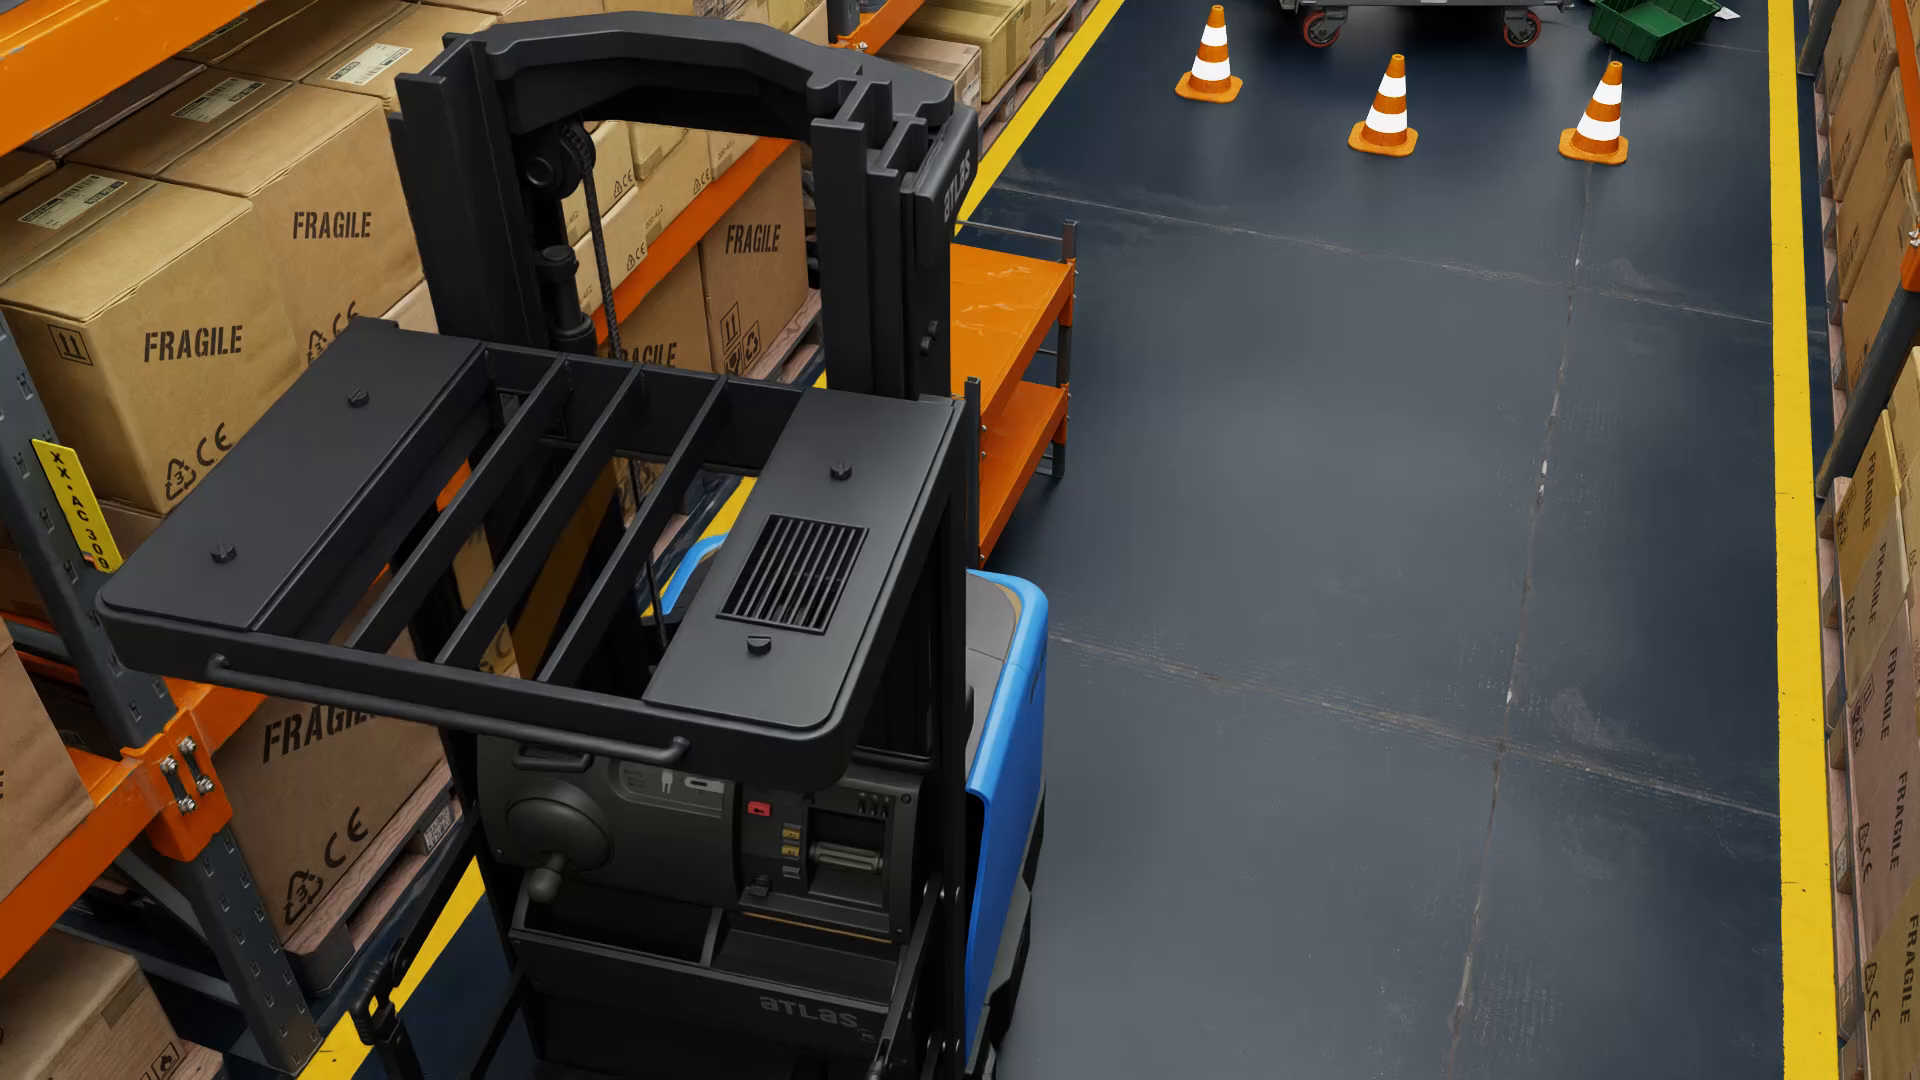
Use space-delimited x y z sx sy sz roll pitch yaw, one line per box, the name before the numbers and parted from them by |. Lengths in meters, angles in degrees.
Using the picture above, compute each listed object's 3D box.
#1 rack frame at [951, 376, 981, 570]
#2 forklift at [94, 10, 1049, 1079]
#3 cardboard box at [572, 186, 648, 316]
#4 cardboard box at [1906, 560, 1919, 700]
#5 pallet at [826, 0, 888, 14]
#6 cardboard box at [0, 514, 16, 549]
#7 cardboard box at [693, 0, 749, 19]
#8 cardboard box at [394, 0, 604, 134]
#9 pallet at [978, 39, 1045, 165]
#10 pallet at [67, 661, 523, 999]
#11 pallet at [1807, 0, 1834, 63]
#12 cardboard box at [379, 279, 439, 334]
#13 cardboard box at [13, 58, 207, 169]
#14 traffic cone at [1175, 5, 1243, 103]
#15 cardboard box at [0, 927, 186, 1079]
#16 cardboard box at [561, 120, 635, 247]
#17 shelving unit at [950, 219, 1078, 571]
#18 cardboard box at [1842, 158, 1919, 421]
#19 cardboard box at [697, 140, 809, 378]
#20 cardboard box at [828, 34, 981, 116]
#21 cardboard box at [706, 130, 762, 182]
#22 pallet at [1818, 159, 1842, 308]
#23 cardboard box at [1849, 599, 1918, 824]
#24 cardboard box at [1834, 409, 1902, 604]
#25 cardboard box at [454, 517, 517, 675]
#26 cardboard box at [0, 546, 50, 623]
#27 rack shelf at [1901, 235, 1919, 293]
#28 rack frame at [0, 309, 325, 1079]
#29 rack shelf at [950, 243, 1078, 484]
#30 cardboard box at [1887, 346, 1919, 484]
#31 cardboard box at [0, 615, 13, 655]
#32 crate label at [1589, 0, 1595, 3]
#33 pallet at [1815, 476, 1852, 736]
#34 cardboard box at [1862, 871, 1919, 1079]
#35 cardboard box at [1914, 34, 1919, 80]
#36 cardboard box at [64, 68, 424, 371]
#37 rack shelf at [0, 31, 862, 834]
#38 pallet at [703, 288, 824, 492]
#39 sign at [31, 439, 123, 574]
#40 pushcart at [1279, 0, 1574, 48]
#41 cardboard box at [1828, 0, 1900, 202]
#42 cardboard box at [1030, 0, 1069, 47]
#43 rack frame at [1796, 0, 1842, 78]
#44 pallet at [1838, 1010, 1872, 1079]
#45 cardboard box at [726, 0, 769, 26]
rack frame | -0.176 -0.114 5.517 0.500 1.125 0.032 13 42 15
forklift | -0.586 0.667 3.210 1.130 2.935 3.031 9 41 10
cardboard box | -1.311 -0.902 5.111 0.500 0.250 0.500 13 42 14
cardboard box | 2.982 0.257 4.662 0.500 0.250 0.500 14 42 15
pallet | -0.743 -2.646 7.188 1.213 0.211 1.003 13 42 15
cardboard box | -2.332 -0.277 3.994 0.500 0.250 0.500 13 42 15
cardboard box | -0.985 -1.991 5.425 0.500 0.500 0.500 14 42 16
cardboard box | -1.341 -1.383 4.712 0.500 0.500 0.500 13 42 14
pallet | -0.199 -2.418 8.921 1.003 0.211 1.213 13 42 15
pallet | -2.061 0.752 5.206 1.003 0.211 1.213 13 42 15
pallet | 5.501 -3.049 9.661 1.003 0.211 1.213 13 42 15
cardboard box | -1.687 -0.484 4.237 0.500 0.250 0.500 14 42 16
cardboard box | -2.168 -0.885 4.129 0.500 0.500 0.500 14 42 16
traffic cone | 1.373 -2.668 9.021 0.336 0.463 0.334 13 42 15
cardboard box | -2.570 1.353 4.004 0.875 0.438 0.875 13 42 14
cardboard box | -1.319 -1.095 4.953 0.500 0.250 0.500 12 42 14
shelving unit | -0.002 -0.424 5.880 0.538 1.125 1.048 13 42 15
cardboard box | 4.092 -0.879 6.379 1.050 0.750 0.750 13 42 14
cardboard box | -1.201 -1.210 6.670 0.875 0.875 0.875 13 42 15
cardboard box | -0.439 -2.215 8.236 0.950 0.372 0.625 13 42 14
cardboard box | -0.976 -1.523 5.839 0.500 0.250 0.500 14 42 16
pallet | 4.559 -1.369 7.692 1.003 0.211 1.213 13 42 15
cardboard box | 2.978 0.564 4.881 0.500 0.500 0.500 12 42 14
cardboard box | 3.318 -0.058 5.609 0.500 0.500 0.500 12 42 13
cardboard box | -1.816 -0.121 5.395 0.875 0.875 0.875 14 43 16
cardboard box | -2.338 -0.094 4.164 0.500 0.250 0.500 12 42 14
rack shelf | 3.116 0.270 4.177 1.077 0.370 4.000 13 42 15
rack frame | -2.255 0.179 3.729 1.000 3.000 0.127 13 42 15
rack shelf | -0.002 -0.646 5.690 0.538 0.278 1.000 13 42 15
cardboard box | 3.336 -0.351 5.375 0.500 0.250 0.500 11 42 13
cardboard box | -2.156 0.109 2.963 0.500 0.500 0.500 13 42 15
crate label | 3.890 -3.338 10.057 0.298 0.136 0.250 -13 42 -15
pallet | 3.531 0.313 5.720 1.003 0.211 1.213 13 42 15
cardboard box | 2.624 1.187 4.150 0.500 0.500 0.500 12 42 14
cardboard box | 3.873 -1.900 6.089 0.500 0.500 0.500 13 42 15
cardboard box | -1.686 -0.761 3.983 0.500 0.500 0.500 13 42 15
rack shelf | -1.571 -0.767 5.393 1.077 0.370 4.000 13 42 15
pallet | -1.227 -0.736 6.950 1.003 0.211 1.213 13 42 15
sign | -1.732 -0.058 3.279 0.100 0.325 0.005 13 42 15
pushcart | 2.641 -3.227 9.742 1.648 0.377 0.936 0 40 0
cardboard box | 4.706 -1.981 7.671 1.050 0.750 0.750 13 42 15
cardboard box | 0.062 -3.101 9.275 0.950 0.372 0.625 16 43 18
rack frame | 5.167 -3.664 8.233 1.000 3.000 0.127 13 42 15
pallet | 2.697 1.801 3.976 1.003 0.211 1.213 13 42 15
cardboard box | -0.985 -1.729 5.695 0.500 0.250 0.500 12 42 14
